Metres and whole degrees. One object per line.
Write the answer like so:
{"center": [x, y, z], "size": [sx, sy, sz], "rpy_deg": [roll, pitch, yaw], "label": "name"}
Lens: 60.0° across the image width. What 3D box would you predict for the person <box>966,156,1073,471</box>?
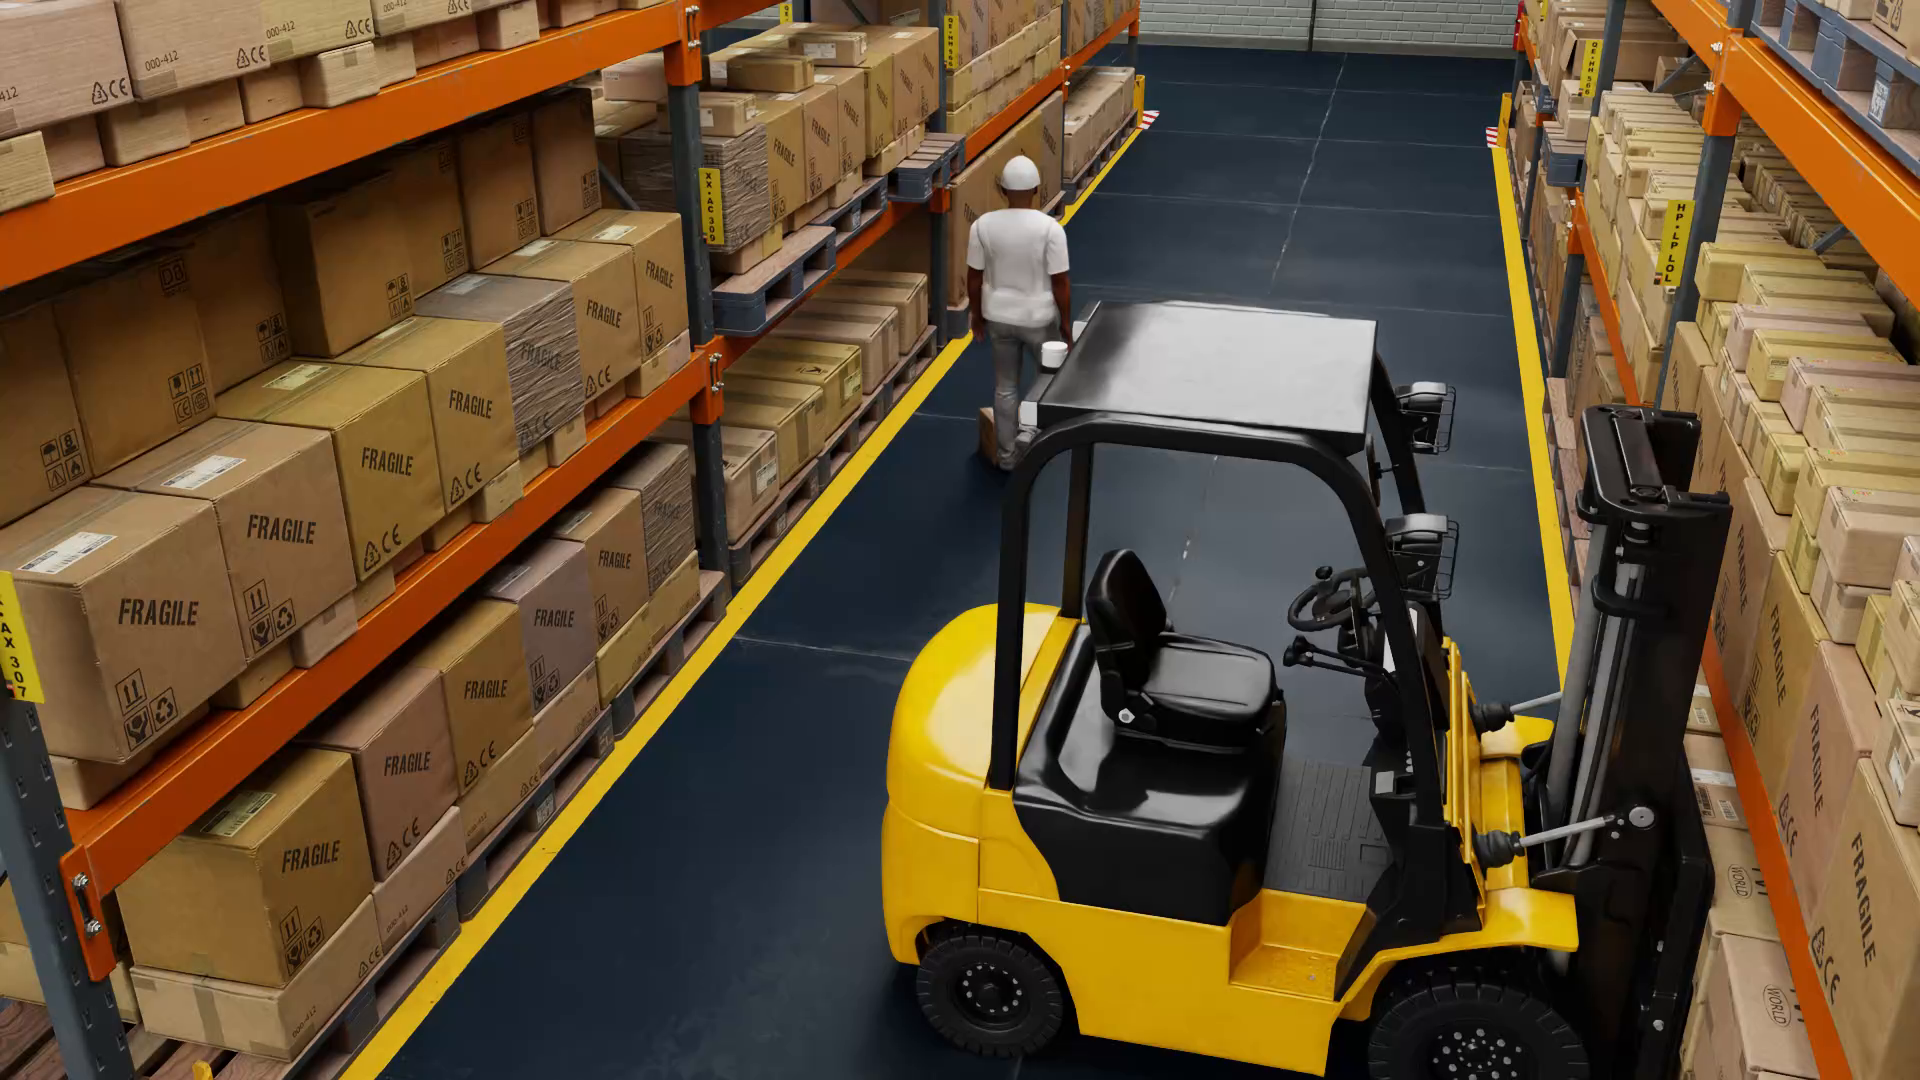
{"center": [0.344, -1.233, 9.129], "size": [0.610, 1.760, 0.482], "rpy_deg": [8, 26, 16], "label": "person"}
